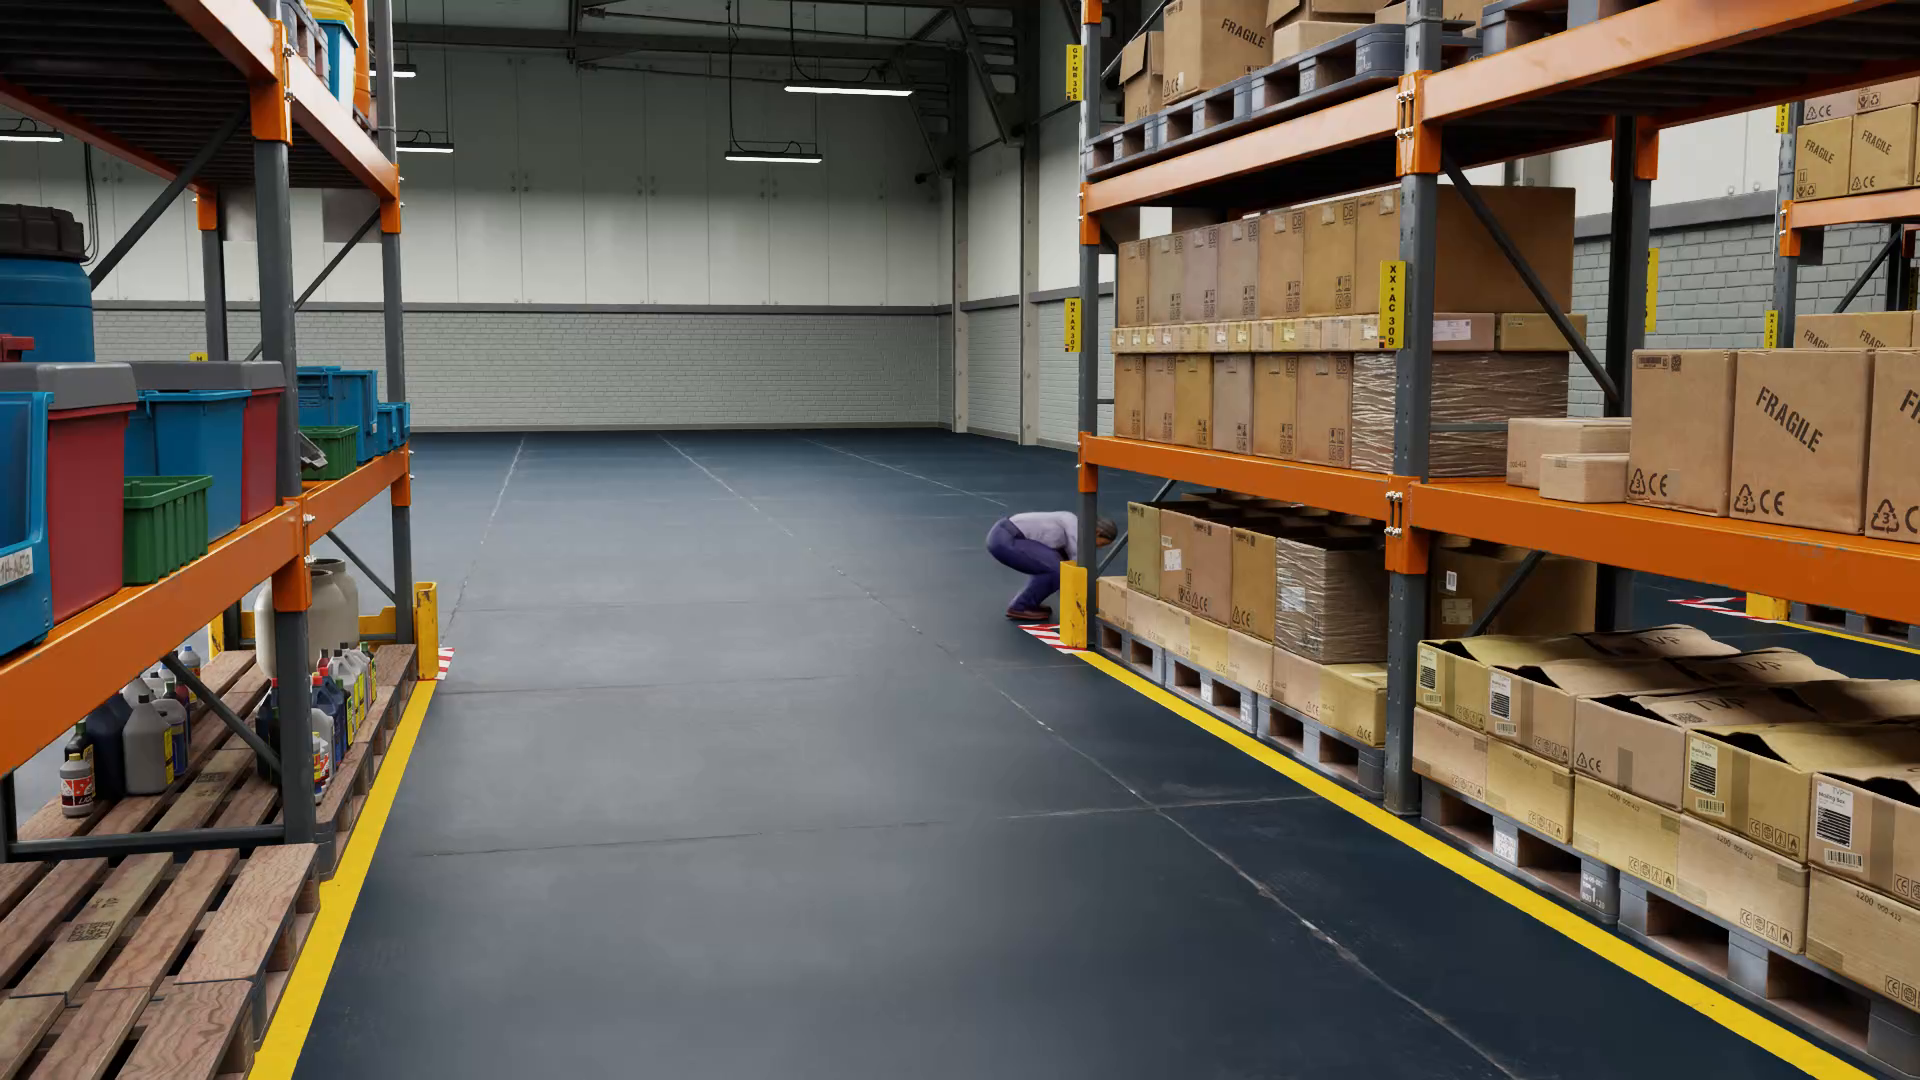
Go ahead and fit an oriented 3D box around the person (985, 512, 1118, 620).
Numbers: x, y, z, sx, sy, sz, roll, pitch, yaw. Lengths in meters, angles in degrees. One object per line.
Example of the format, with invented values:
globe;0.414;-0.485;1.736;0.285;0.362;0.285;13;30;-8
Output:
person;0.631;0.178;11.437;0.901;0.743;0.511;1;6;5
